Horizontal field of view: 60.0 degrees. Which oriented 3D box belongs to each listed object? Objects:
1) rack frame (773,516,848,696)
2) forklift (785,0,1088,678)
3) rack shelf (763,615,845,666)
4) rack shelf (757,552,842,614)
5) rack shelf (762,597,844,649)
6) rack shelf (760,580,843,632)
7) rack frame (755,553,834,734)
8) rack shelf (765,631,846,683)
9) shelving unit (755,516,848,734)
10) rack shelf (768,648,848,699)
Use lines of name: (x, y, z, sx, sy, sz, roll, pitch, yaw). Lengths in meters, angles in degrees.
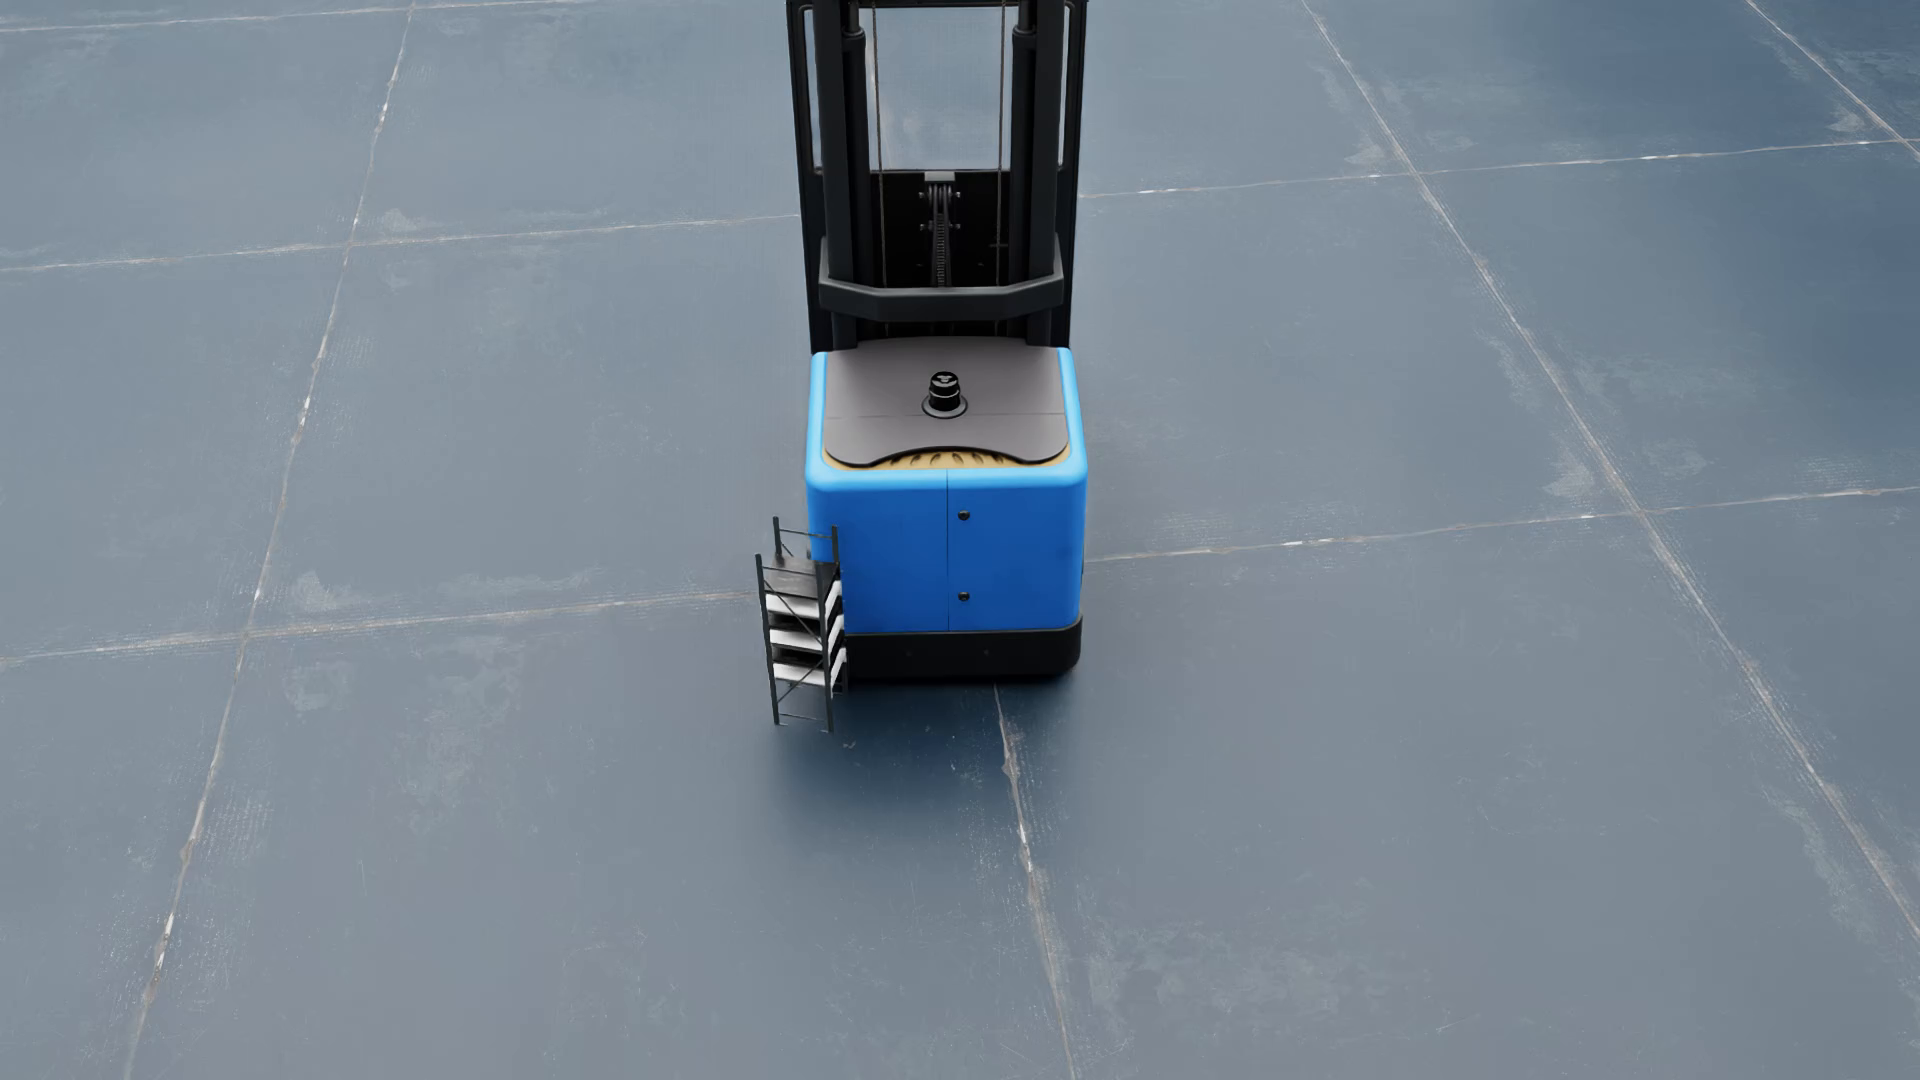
rack frame: (-0.558, 0.264, 6.284, 0.240, 0.900, 0.006, 9, 43, 9)
forklift: (-0.093, -1.513, 6.739, 1.130, 2.935, 3.031, -1, 42, -1)
rack shelf: (-0.581, 0.356, 6.233, 0.258, 0.077, 0.200, 9, 43, 9)
rack shelf: (-0.581, 0.156, 6.051, 0.258, 0.077, 0.200, 9, 43, 9)
rack shelf: (-0.581, 0.289, 6.172, 0.258, 0.077, 0.200, 9, 43, 9)
rack shelf: (-0.581, 0.223, 6.112, 0.258, 0.077, 0.200, 9, 43, 9)
rack frame: (-0.604, 0.398, 6.137, 0.240, 0.900, 0.006, 9, 43, 9)
rack shelf: (-0.581, 0.422, 6.293, 0.258, 0.077, 0.200, 9, 43, 9)
shelving unit: (-0.581, 0.331, 6.210, 0.258, 0.900, 0.210, 9, 43, 9)
rack shelf: (-0.581, 0.489, 6.354, 0.258, 0.077, 0.200, 9, 43, 9)
